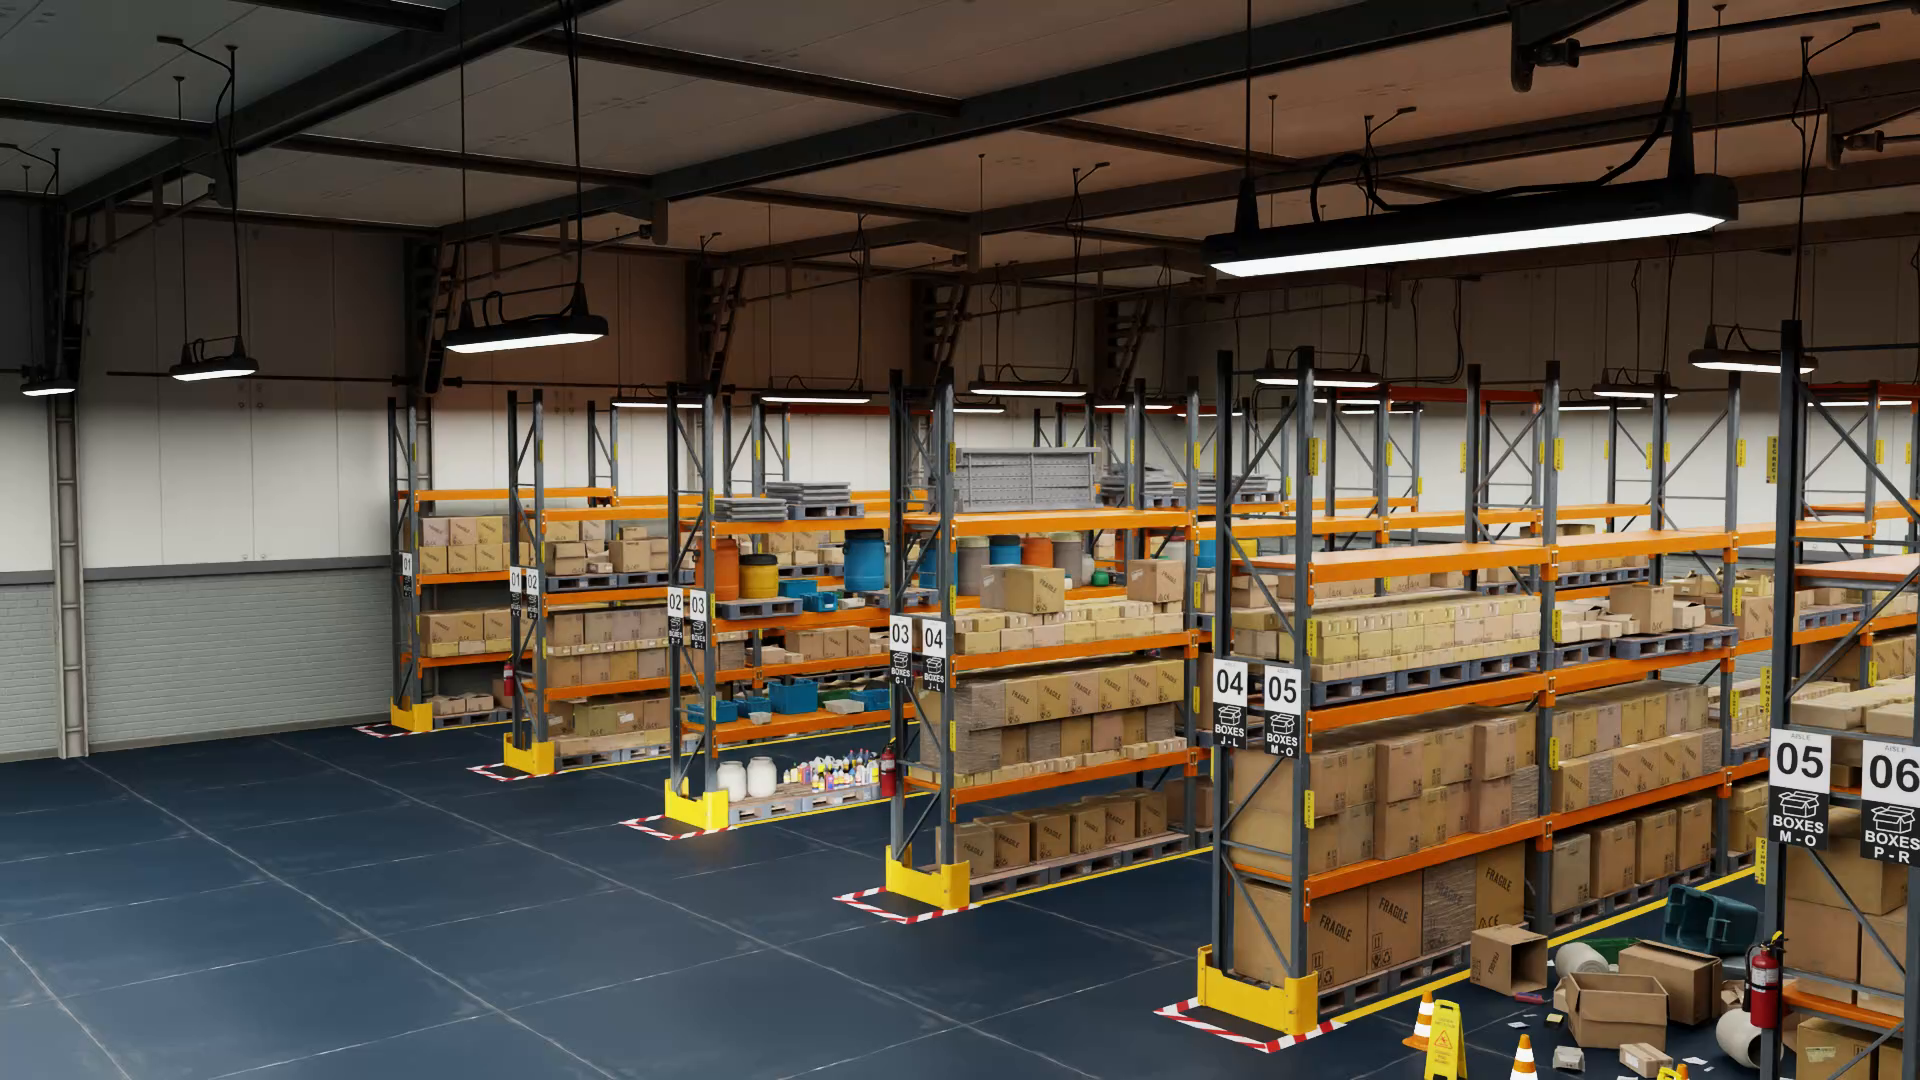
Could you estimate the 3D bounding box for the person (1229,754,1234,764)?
[{"bbox_3d":[4.042,2.831,25.039,0.869,1.804,0.622,-1,3,-17],"label":"person"}]
